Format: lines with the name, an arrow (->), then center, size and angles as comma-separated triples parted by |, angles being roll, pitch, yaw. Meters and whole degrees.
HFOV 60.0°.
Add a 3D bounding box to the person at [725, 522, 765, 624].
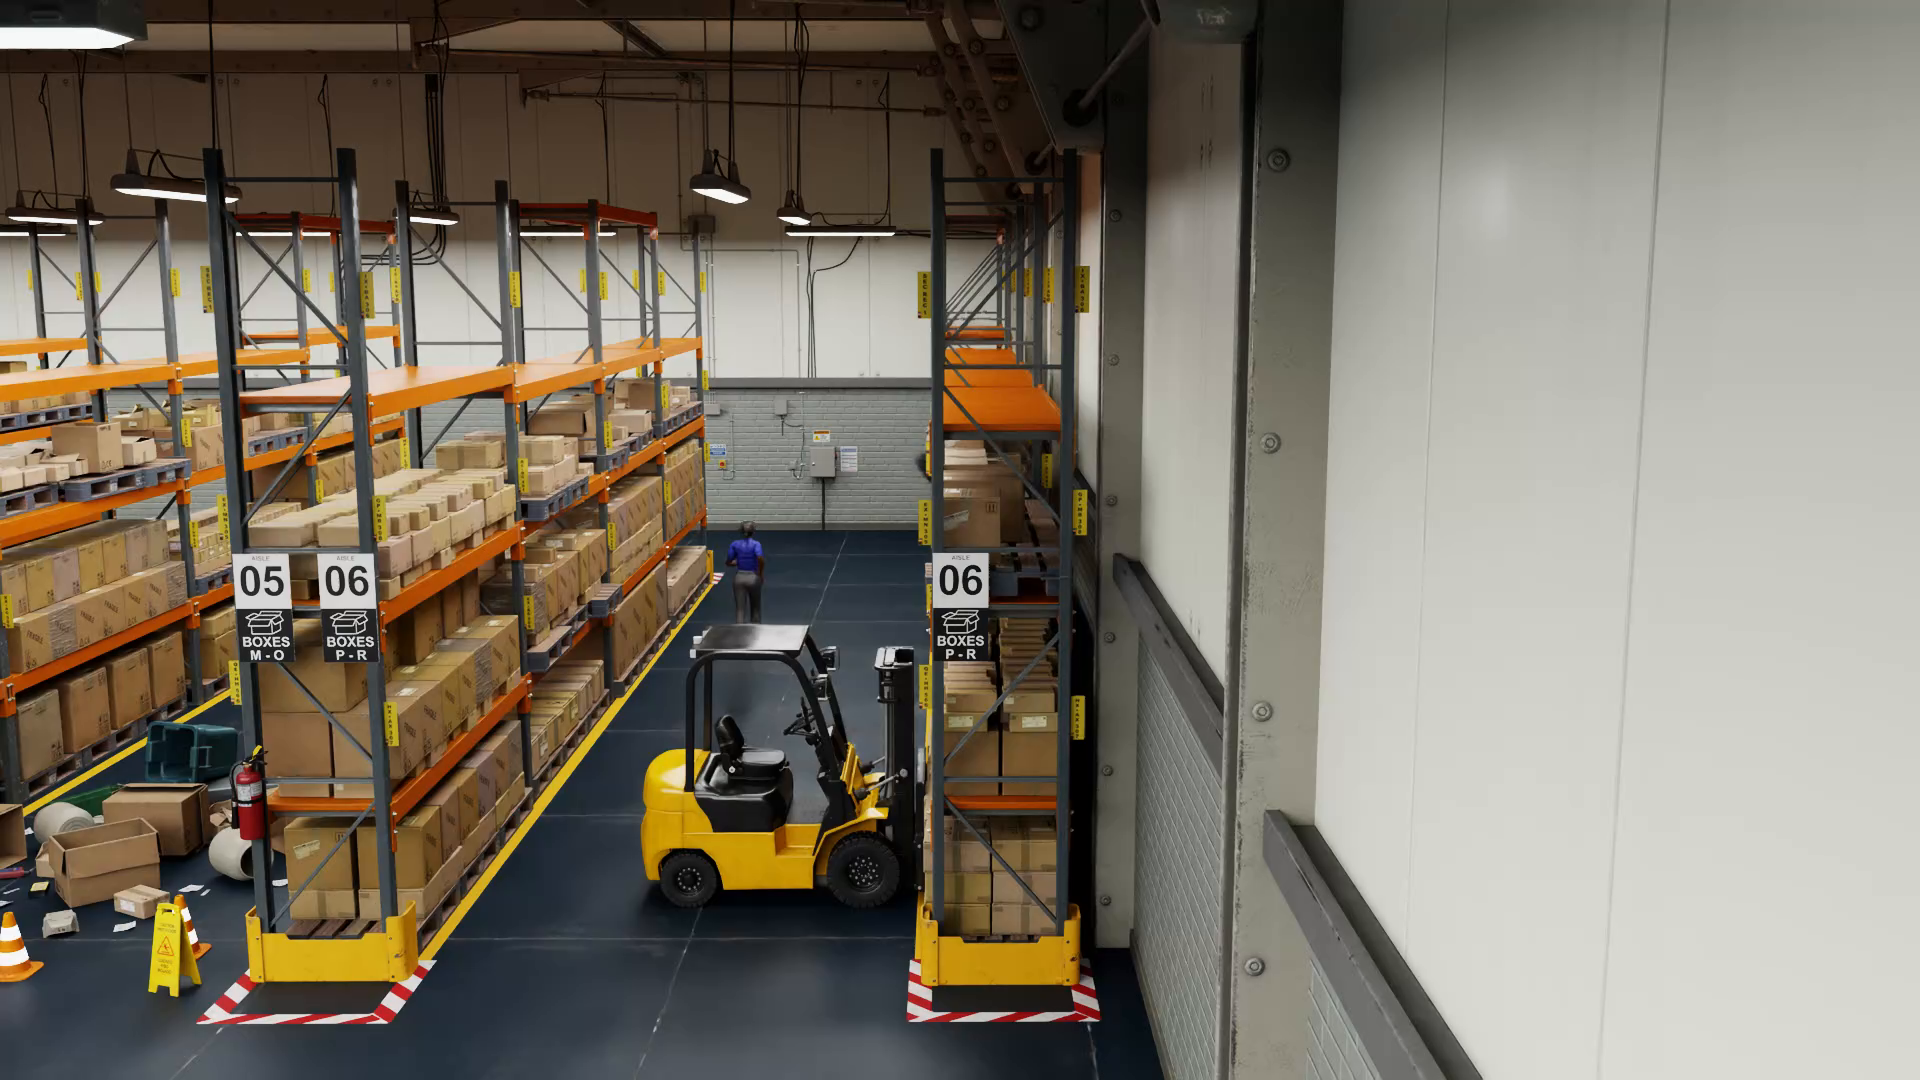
person -> -2.784, 0.644, 21.636 | 0.561, 1.763, 0.724 | 0, 9, 3
